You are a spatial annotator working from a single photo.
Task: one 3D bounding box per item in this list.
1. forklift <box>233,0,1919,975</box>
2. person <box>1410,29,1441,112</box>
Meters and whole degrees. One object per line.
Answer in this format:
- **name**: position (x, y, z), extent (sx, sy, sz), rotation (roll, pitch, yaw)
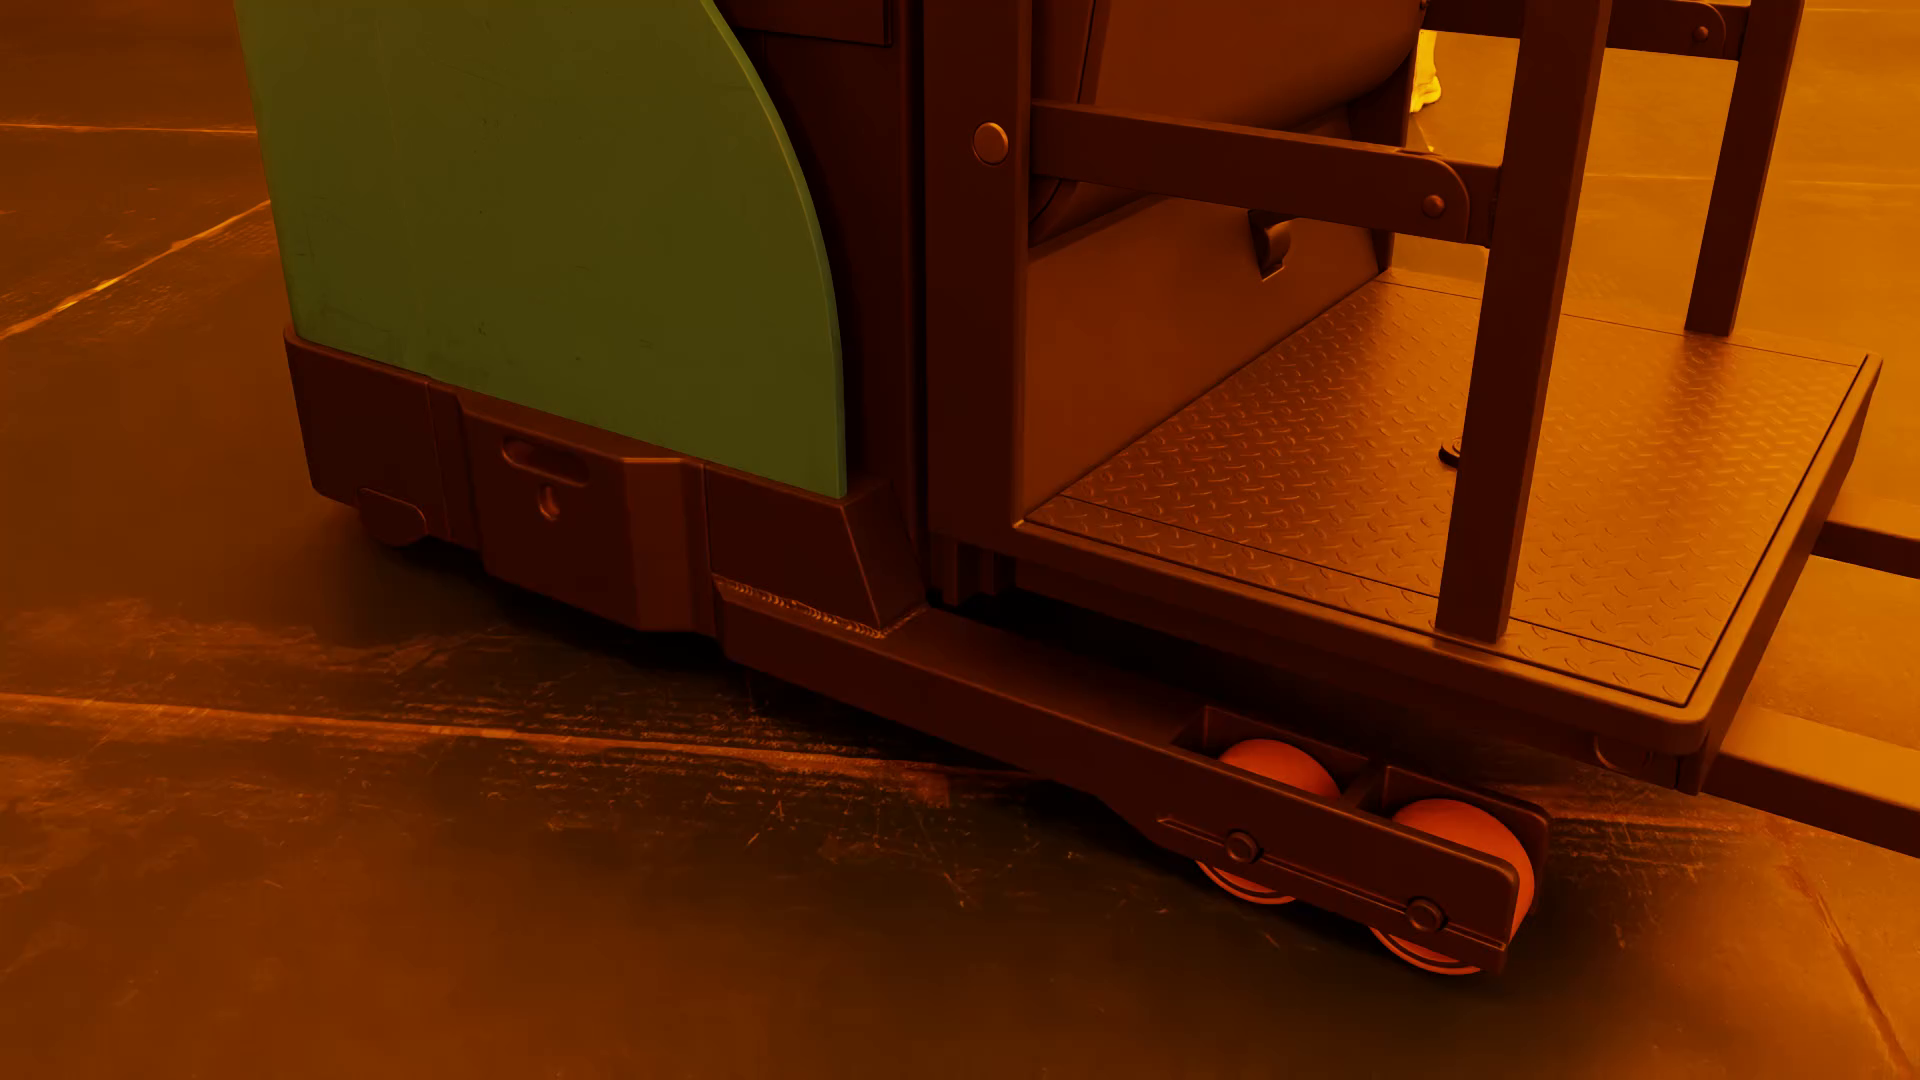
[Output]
- **forklift**: position (0.523, -1.155, 1.532), extent (3.031, 2.935, 1.130), rotation (17, 31, 30)
- **person**: position (1.343, -2.212, 4.986), extent (0.663, 1.795, 0.518), rotation (11, 29, 22)
